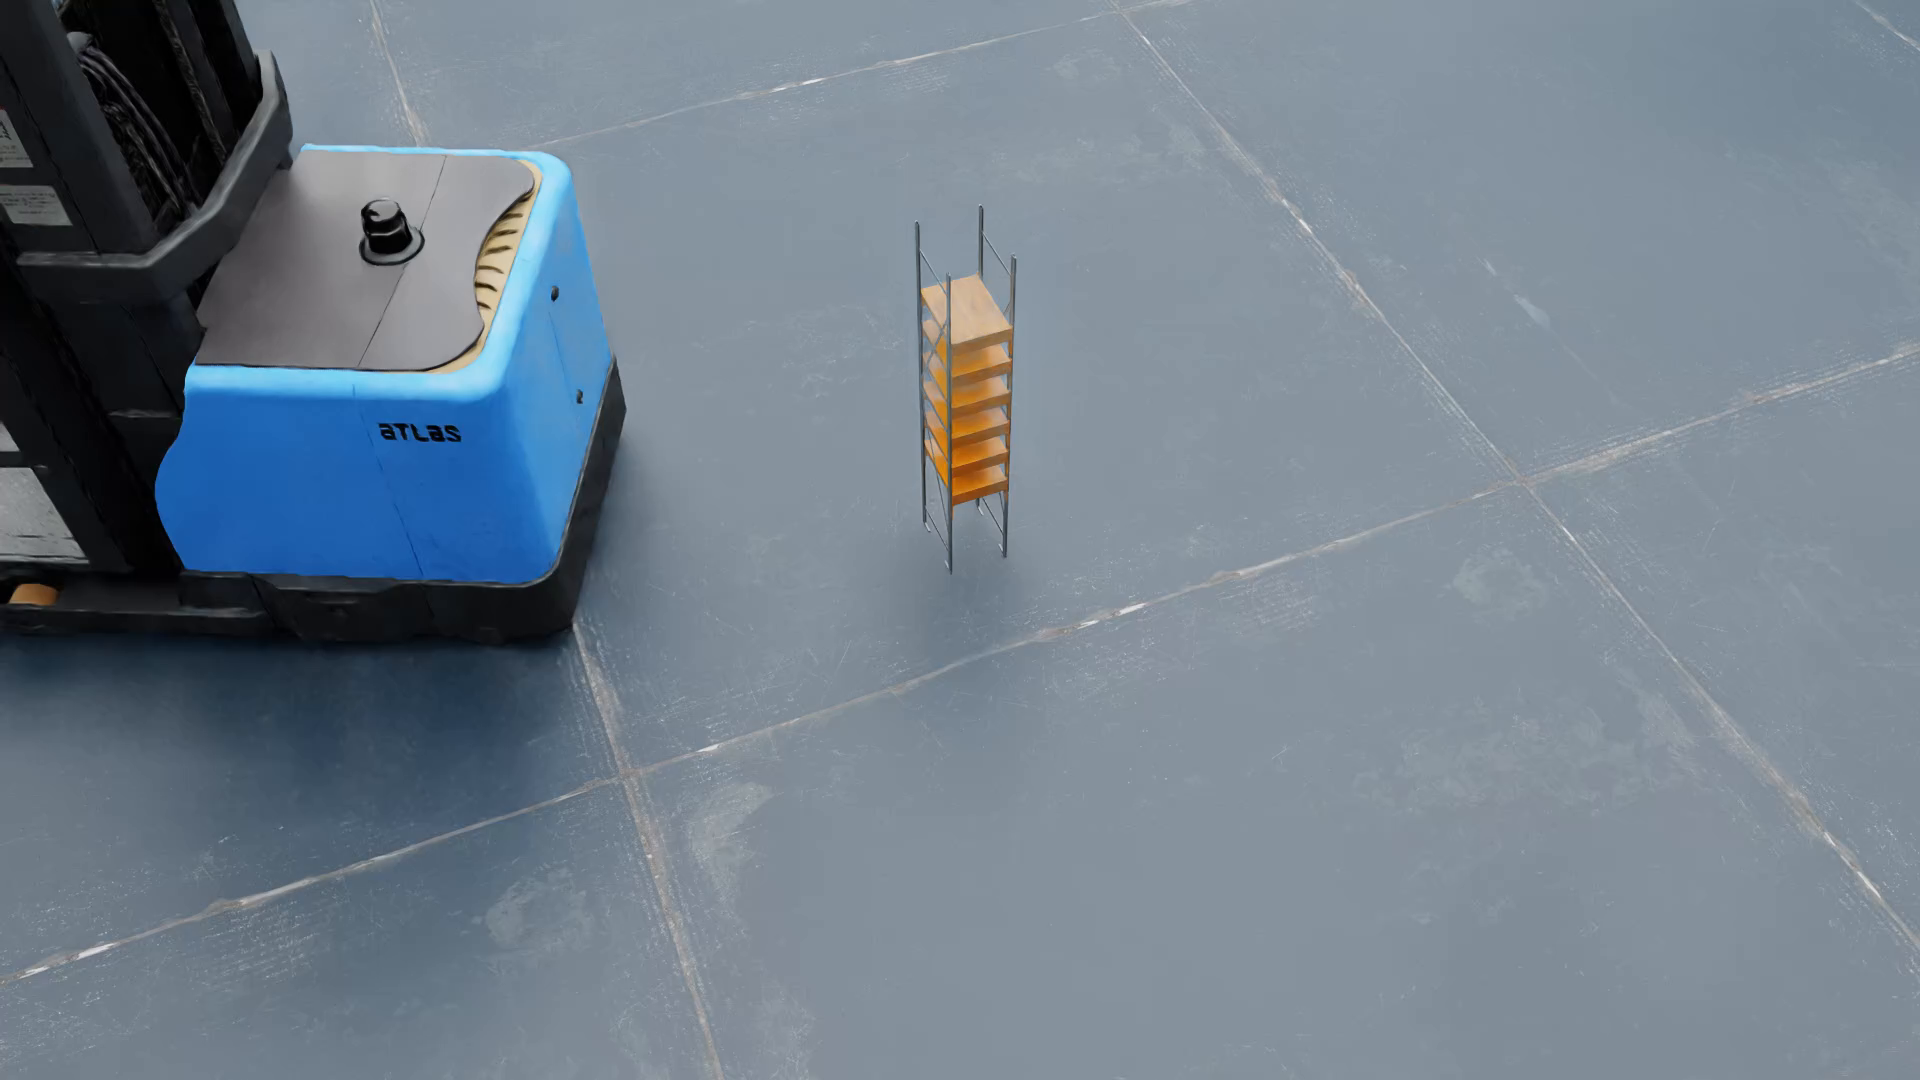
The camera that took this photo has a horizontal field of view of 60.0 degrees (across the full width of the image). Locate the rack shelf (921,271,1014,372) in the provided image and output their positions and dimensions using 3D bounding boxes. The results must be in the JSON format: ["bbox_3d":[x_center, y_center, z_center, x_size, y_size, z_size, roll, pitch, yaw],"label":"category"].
[{"bbox_3d":[0.013,-0.601,4.559,0.180,0.103,0.258,-17,52,-14],"label":"rack shelf"}]

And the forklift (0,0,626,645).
[{"bbox_3d":[-2.643,-1.071,4.238,3.031,2.935,1.130,2,49,2],"label":"forklift"}]

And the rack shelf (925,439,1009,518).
[{"bbox_3d":[0.013,-0.210,5.014,0.180,0.103,0.258,-17,52,-14],"label":"rack shelf"}]

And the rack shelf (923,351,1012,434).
[{"bbox_3d":[0.013,-0.444,4.741,0.180,0.103,0.258,-17,52,-14],"label":"rack shelf"}]

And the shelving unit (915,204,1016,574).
[{"bbox_3d":[0.013,-0.395,4.798,0.189,1.200,0.258,-17,52,-14],"label":"shelving unit"}]

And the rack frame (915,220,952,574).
[{"bbox_3d":[-0.071,-0.369,4.776,0.006,1.200,0.240,-17,52,-14],"label":"rack frame"}]

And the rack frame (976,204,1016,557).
[{"bbox_3d":[0.098,-0.421,4.821,0.006,1.200,0.240,-17,52,-14],"label":"rack frame"}]

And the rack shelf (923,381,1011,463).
[{"bbox_3d":[0.013,-0.366,4.832,0.180,0.103,0.258,-17,52,-14],"label":"rack shelf"}]

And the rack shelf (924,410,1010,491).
[{"bbox_3d":[0.013,-0.288,4.923,0.180,0.103,0.258,-17,52,-14],"label":"rack shelf"}]

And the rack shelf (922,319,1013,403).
[{"bbox_3d":[0.013,-0.522,4.650,0.180,0.103,0.258,-17,52,-14],"label":"rack shelf"}]
